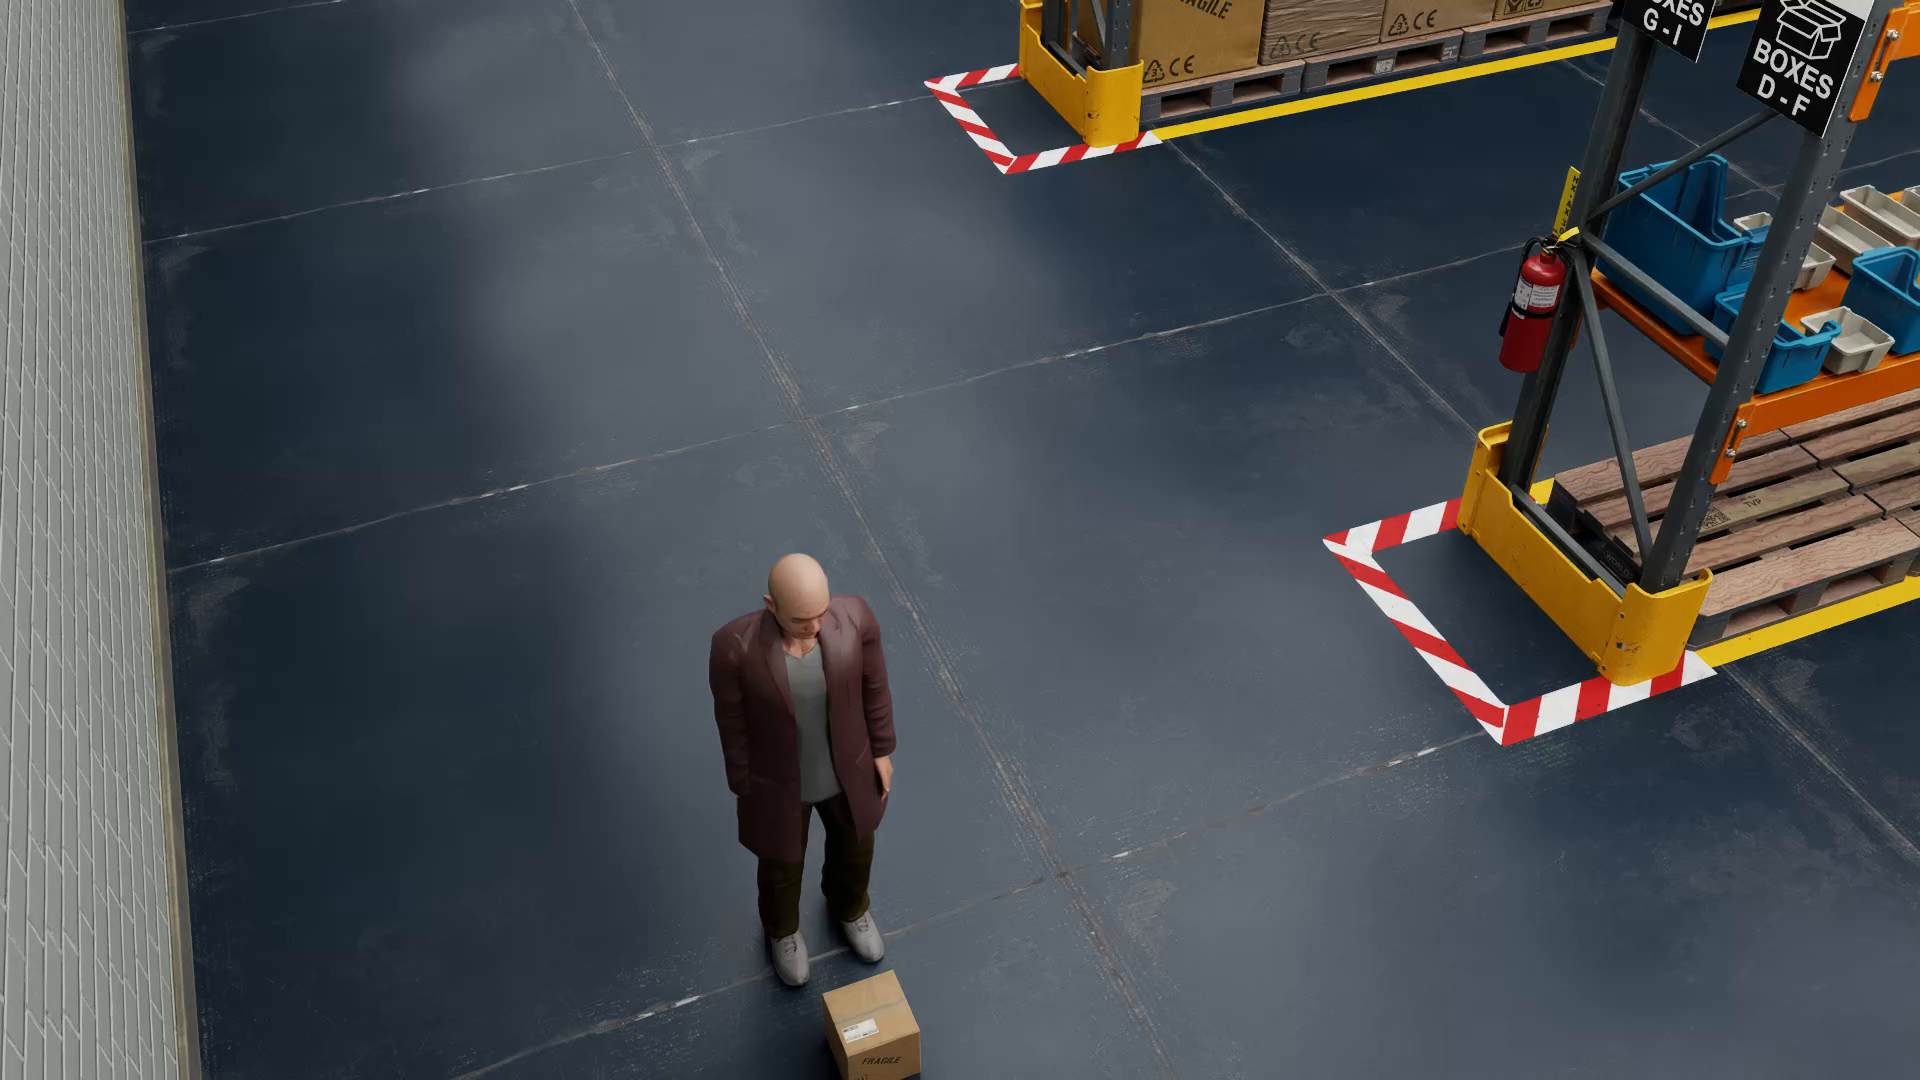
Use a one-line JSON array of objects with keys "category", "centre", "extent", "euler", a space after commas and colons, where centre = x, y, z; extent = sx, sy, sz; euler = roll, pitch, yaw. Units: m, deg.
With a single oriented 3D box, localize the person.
[{"category": "person", "centre": [-0.469, 0.740, 5.336], "extent": [0.562, 1.779, 0.380], "euler": [-14, 43, -16]}]
